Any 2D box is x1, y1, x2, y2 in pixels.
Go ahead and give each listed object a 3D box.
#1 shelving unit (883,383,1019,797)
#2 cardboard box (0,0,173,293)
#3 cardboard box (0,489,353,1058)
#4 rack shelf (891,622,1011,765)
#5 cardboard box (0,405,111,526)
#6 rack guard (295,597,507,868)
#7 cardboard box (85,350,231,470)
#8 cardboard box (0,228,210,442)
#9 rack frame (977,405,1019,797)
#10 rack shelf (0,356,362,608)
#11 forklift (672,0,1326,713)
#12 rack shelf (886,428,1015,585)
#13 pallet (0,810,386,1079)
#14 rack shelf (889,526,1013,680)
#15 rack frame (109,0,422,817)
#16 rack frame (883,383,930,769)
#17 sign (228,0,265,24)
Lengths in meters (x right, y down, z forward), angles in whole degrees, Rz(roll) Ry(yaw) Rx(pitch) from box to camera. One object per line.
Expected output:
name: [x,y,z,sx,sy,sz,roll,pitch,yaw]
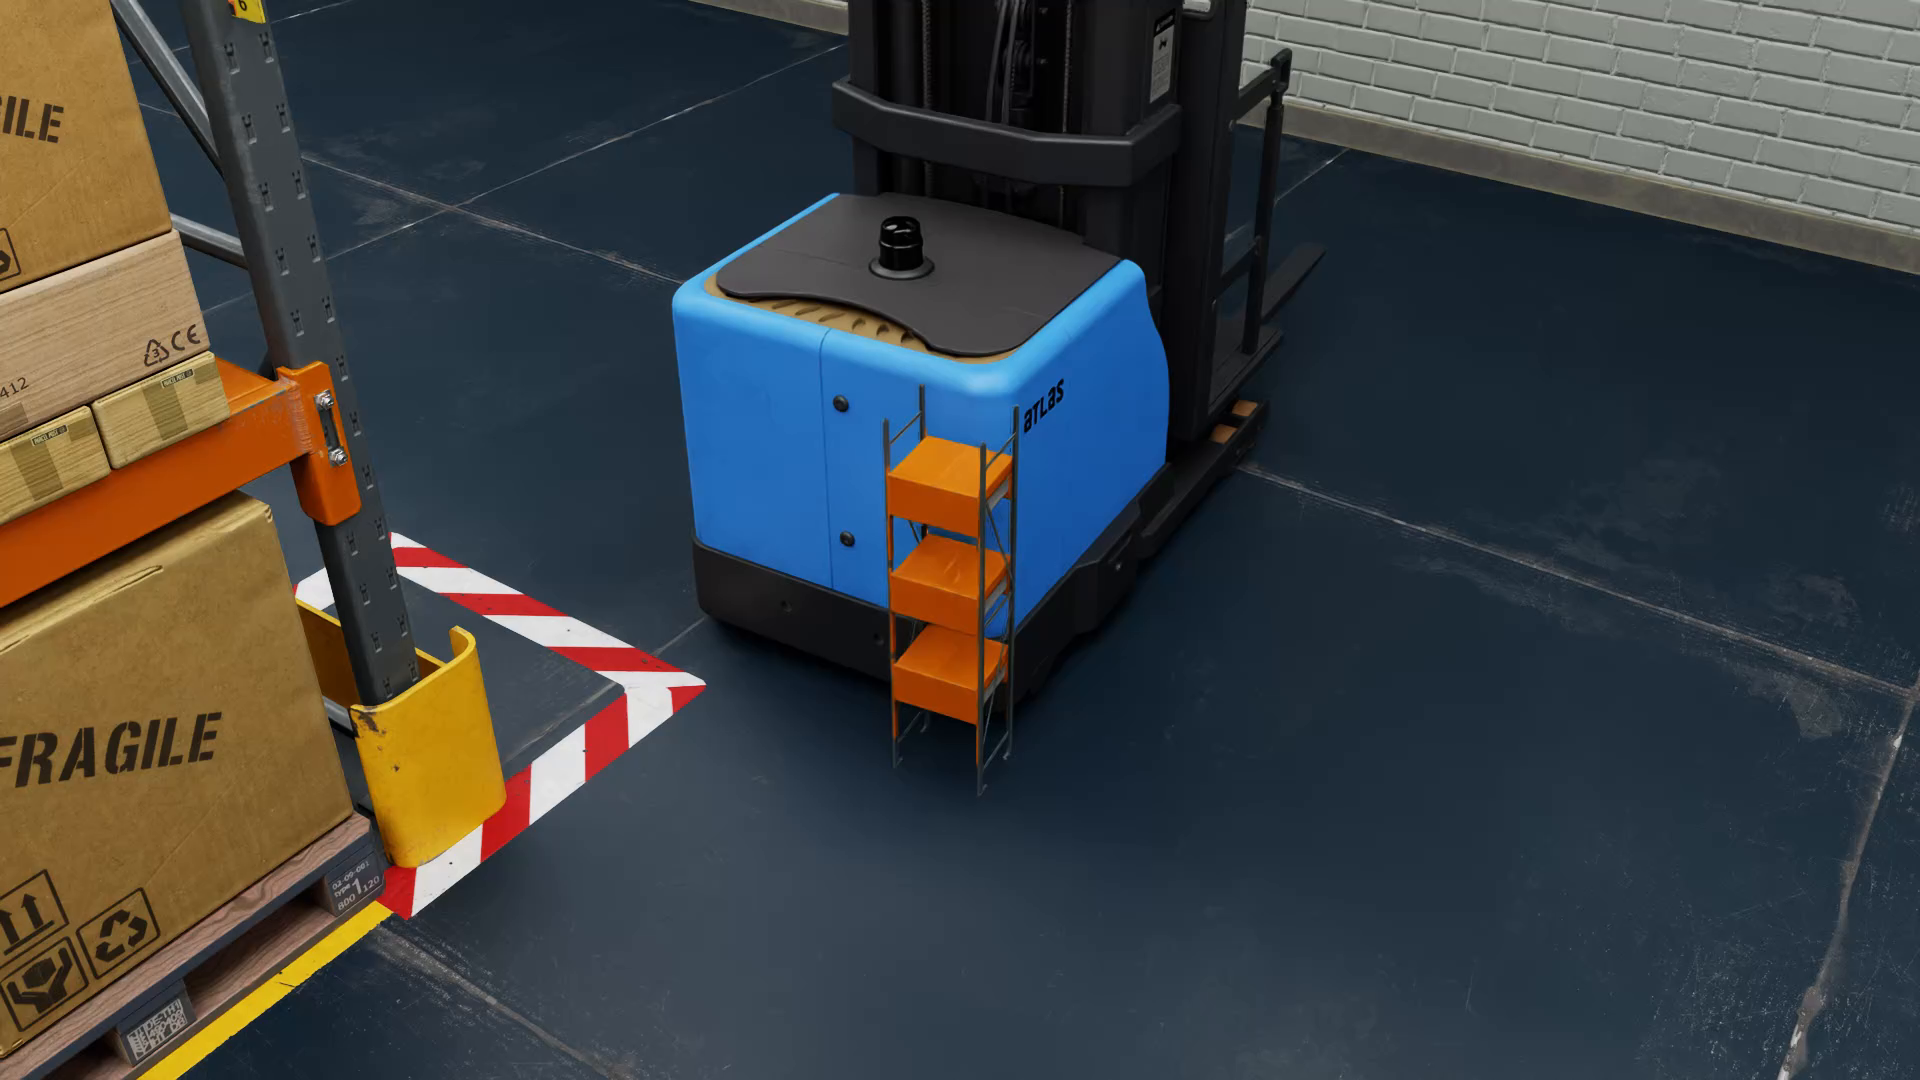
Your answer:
shelving unit: [-0.019,0.145,4.099,0.252,1.050,0.215,15,37,21]
cardboard box: [-1.791,-0.744,2.871,0.500,0.500,0.500,22,40,29]
cardboard box: [-2.028,0.346,3.583,0.875,0.875,0.875,21,39,28]
rack shelf: [-0.019,0.384,4.261,0.240,0.259,0.215,15,37,21]
cardboard box: [-1.808,-0.187,3.073,0.380,0.149,0.250,22,40,29]
rack guard: [-1.715,0.344,4.295,1.175,0.500,0.348,21,39,28]
cardboard box: [-1.661,-0.307,3.251,0.380,0.149,0.250,22,40,29]
cardboard box: [-1.787,-0.434,3.082,0.500,0.250,0.500,21,39,27]
rack frame: [0.091,0.174,4.055,0.008,1.050,0.200,15,37,21]
rack shelf: [-2.869,0.538,2.419,1.077,0.370,4.000,21,39,28]
forklift: [0.403,-1.551,4.927,1.130,2.935,3.031,18,38,24]
rack shelf: [-0.019,-0.082,3.946,0.240,0.259,0.215,15,37,21]
pallet: [-2.120,0.868,3.778,1.003,0.211,1.213,21,39,28]
rack shelf: [-0.019,0.153,4.105,0.240,0.259,0.215,15,37,21]
rack frame: [-1.729,-0.680,3.578,1.000,3.000,0.127,21,39,28]
rack frame: [-0.129,0.115,4.142,0.008,1.050,0.200,15,37,21]
sign: [-1.291,-1.078,2.922,0.100,0.325,0.005,21,39,28]
